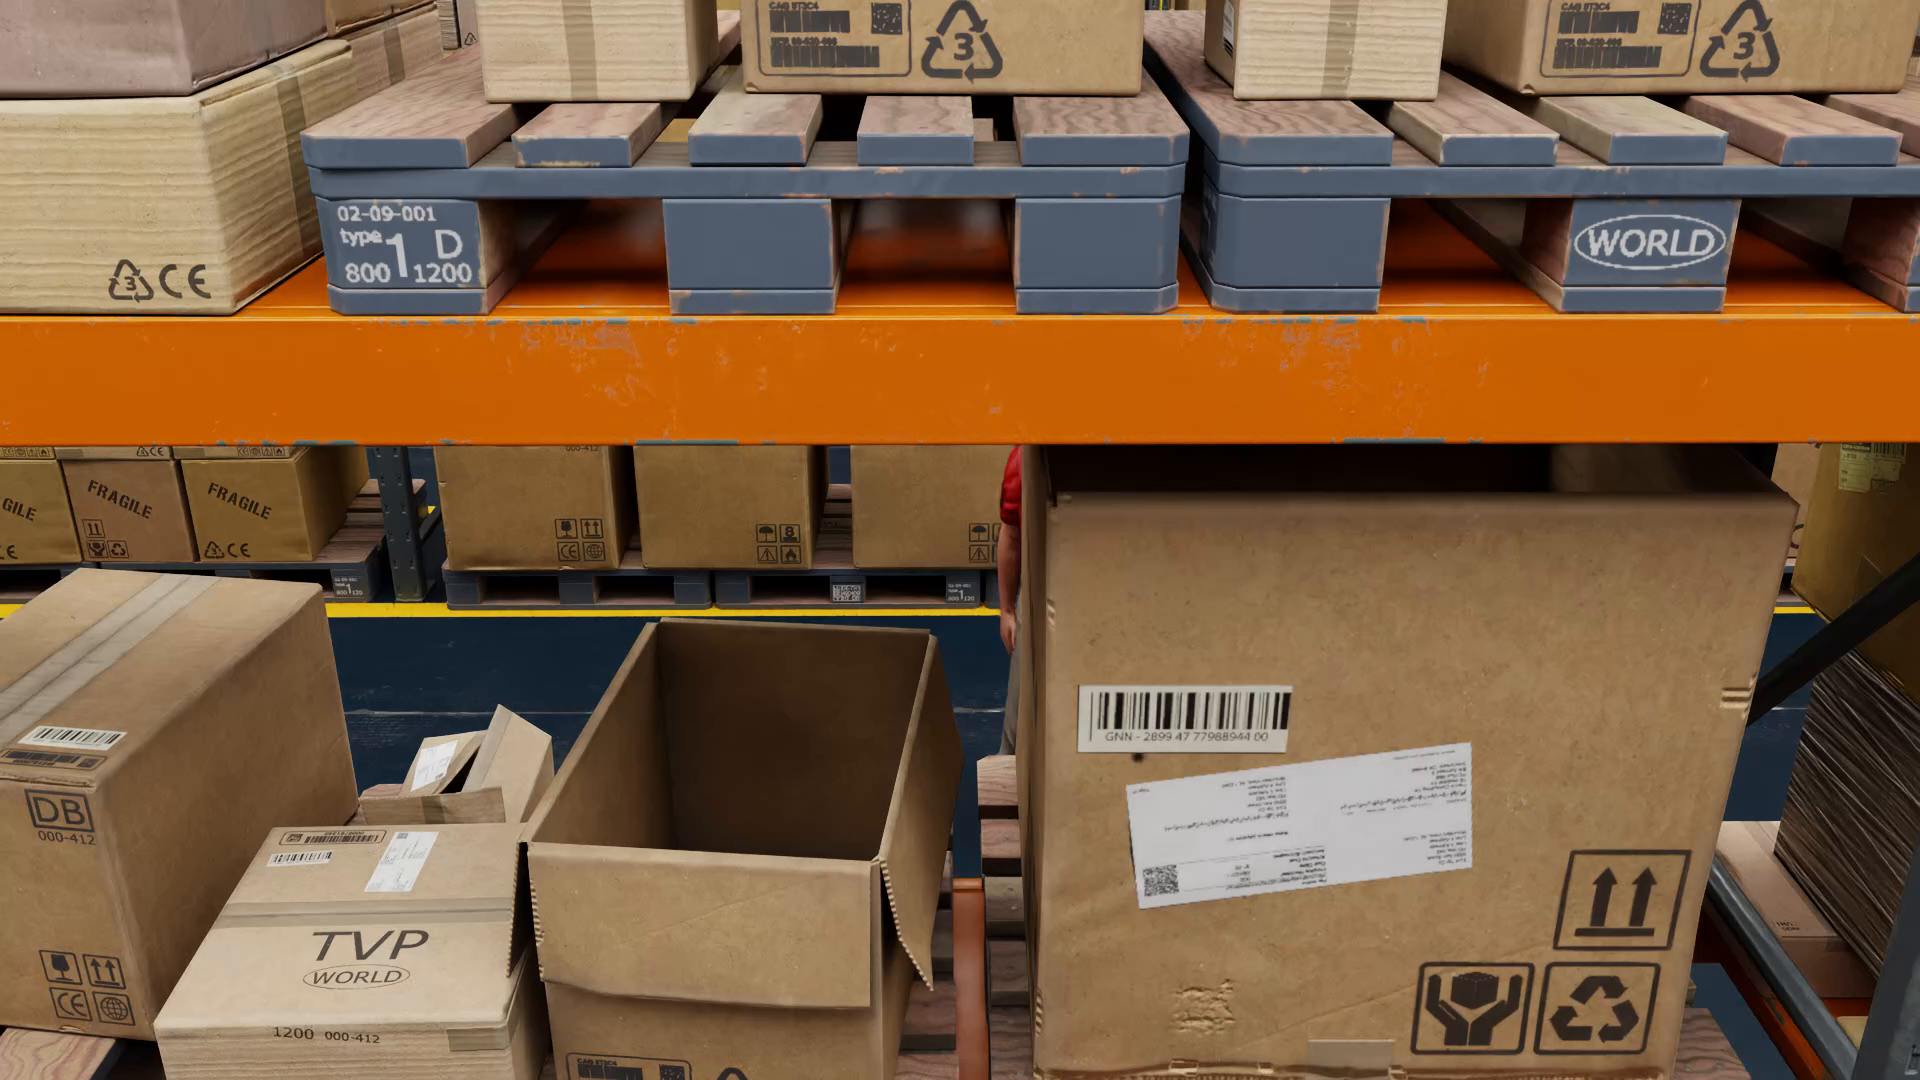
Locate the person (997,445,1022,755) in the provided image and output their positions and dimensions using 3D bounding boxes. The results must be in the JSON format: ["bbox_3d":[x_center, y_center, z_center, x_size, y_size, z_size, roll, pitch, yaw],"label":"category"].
[{"bbox_3d":[0.395,0.285,5.512,0.547,1.756,0.527,0,24,1],"label":"person"}]
